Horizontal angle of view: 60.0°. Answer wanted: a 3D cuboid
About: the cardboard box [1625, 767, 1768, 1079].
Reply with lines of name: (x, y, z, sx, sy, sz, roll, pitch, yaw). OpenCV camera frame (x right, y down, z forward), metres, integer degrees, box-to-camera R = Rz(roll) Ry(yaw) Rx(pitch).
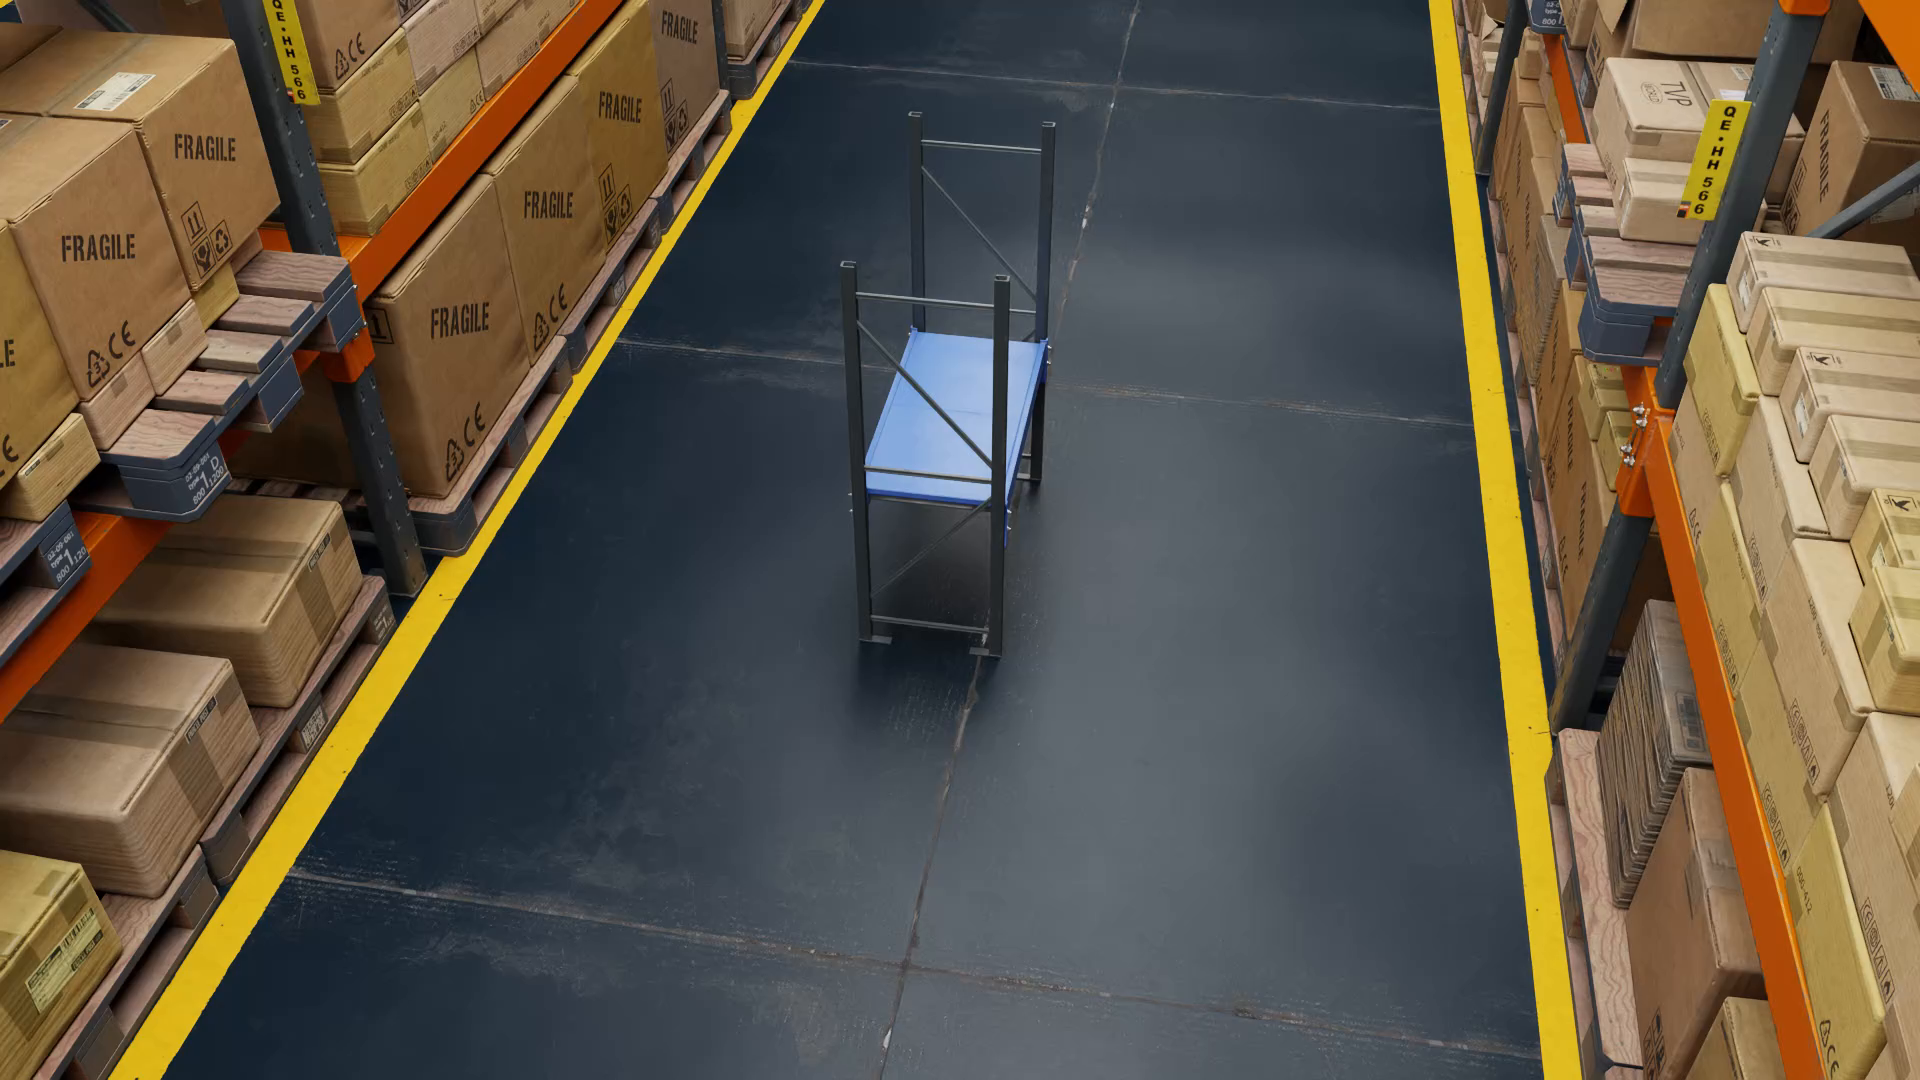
cardboard box: (2.218, 1.066, 4.141, 0.875, 0.625, 0.625, 8, 40, 9)

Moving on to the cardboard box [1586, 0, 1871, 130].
cardboard box: (2.545, -1.735, 5.584, 0.797, 0.503, 0.637, 6, 40, 7)

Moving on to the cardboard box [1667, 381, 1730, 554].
cardboard box: (2.128, -0.179, 4.230, 0.500, 0.250, 0.500, 7, 40, 8)

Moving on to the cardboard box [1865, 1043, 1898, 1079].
cardboard box: (1.780, 1.110, 2.671, 0.500, 0.250, 0.500, 7, 40, 8)

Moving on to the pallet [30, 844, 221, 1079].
pallet: (-2.794, 1.295, 4.518, 1.003, 0.211, 1.213, 6, 40, 8)

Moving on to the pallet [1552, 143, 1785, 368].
pallet: (2.493, -0.848, 5.072, 1.213, 0.211, 1.003, 6, 40, 8)

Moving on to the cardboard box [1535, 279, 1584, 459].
cardboard box: (2.491, -0.618, 6.275, 0.500, 0.500, 0.500, 8, 40, 10)

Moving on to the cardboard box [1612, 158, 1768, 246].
cardboard box: (2.181, -1.008, 4.983, 0.380, 0.149, 0.250, 7, 40, 8)

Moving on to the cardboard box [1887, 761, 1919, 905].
cardboard box: (1.755, 0.514, 2.686, 0.380, 0.149, 0.250, 5, 40, 6)

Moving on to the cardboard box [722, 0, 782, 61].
cardboard box: (-1.538, -3.100, 9.327, 0.875, 0.438, 0.875, 6, 40, 7)

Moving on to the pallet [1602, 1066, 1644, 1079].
pallet: (2.051, 1.862, 3.832, 1.003, 0.211, 1.213, 6, 40, 8)

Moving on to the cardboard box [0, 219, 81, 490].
cardboard box: (-2.414, -0.390, 3.726, 0.500, 0.500, 0.500, 4, 40, 5)

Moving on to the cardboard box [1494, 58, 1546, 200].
cardboard box: (2.832, -1.919, 7.849, 0.500, 0.500, 0.500, 8, 40, 10)

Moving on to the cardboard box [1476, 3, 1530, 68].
cardboard box: (3.006, -2.713, 8.994, 0.396, 0.266, 0.258, 8, 40, 9)

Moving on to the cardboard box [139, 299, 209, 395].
cardboard box: (-2.244, -0.528, 4.402, 0.380, 0.149, 0.250, 6, 40, 7)

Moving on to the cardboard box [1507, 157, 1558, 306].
cardboard box: (2.659, -1.271, 7.065, 0.500, 0.500, 0.500, 5, 40, 6)

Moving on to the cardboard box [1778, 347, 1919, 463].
cardboard box: (2.036, -0.278, 3.644, 0.380, 0.149, 0.250, 7, 40, 9)

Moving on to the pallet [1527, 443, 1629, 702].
pallet: (2.612, 0.122, 5.937, 1.003, 0.211, 1.213, 6, 40, 8)

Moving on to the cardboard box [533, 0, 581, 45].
cardboard box: (-1.862, -2.218, 6.696, 0.500, 0.250, 0.500, 6, 40, 8)

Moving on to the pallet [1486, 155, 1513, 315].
pallet: (3.034, -1.409, 7.789, 1.003, 0.211, 1.213, 6, 40, 8)

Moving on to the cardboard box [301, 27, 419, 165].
cardboard box: (-2.113, -1.459, 5.386, 0.500, 0.250, 0.500, 6, 40, 7)

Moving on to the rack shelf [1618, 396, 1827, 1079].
rack shelf: (2.099, 1.044, 3.198, 1.077, 0.370, 4.000, 6, 40, 8)

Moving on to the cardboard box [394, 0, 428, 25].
cardboard box: (-2.042, -2.052, 5.515, 0.500, 0.500, 0.500, 7, 40, 8)

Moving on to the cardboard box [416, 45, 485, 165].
cardboard box: (-2.040, -1.579, 5.924, 0.500, 0.250, 0.500, 5, 40, 6)

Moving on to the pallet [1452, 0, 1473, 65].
pallet: (3.466, -3.123, 9.862, 1.003, 0.211, 1.213, 6, 40, 8)

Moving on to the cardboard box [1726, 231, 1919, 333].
cardboard box: (2.100, -0.610, 4.046, 0.380, 0.149, 0.250, 8, 40, 9)

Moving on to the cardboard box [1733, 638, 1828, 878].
cardboard box: (1.953, 0.460, 3.457, 0.500, 0.250, 0.500, 5, 40, 6)

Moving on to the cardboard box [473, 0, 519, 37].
cardboard box: (-1.924, -2.095, 6.155, 0.500, 0.250, 0.500, 6, 40, 8)

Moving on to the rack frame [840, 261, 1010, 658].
rack frame: (-0.103, -0.205, 5.321, 0.500, 1.500, 0.032, 6, 40, 8)

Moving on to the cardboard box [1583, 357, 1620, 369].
cardboard box: (2.387, -0.610, 5.757, 0.380, 0.149, 0.250, 5, 40, 6)

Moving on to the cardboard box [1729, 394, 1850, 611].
cardboard box: (2.040, -0.058, 3.691, 0.500, 0.250, 0.500, 8, 40, 9)

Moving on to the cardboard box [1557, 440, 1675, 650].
cardboard box: (2.307, 0.024, 5.499, 0.500, 0.500, 0.500, 7, 40, 9)

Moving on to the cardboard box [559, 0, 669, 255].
cardboard box: (-1.929, -1.921, 7.557, 0.875, 0.875, 0.875, 7, 40, 9)

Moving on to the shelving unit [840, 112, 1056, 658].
shelving unit: (-0.015, -0.524, 5.707, 0.538, 1.500, 1.048, 6, 40, 8)

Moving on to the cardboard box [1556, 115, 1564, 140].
cardboard box: (2.774, -1.733, 7.116, 0.380, 0.149, 0.250, 6, 40, 7)

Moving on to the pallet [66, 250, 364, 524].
pallet: (-2.463, -0.501, 4.652, 1.213, 0.211, 1.003, 6, 40, 8)

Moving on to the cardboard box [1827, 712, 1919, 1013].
cardboard box: (1.868, 0.592, 2.905, 0.500, 0.250, 0.500, 7, 40, 8)

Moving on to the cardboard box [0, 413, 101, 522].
cardboard box: (-2.329, -0.196, 4.001, 0.380, 0.149, 0.250, 7, 40, 8)

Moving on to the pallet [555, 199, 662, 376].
pallet: (-2.020, -1.209, 7.546, 1.003, 0.211, 1.213, 6, 40, 8)

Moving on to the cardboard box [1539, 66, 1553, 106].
cardboard box: (2.841, -2.069, 7.522, 0.380, 0.149, 0.250, 5, 40, 6)

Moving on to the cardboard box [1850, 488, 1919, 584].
cardboard box: (1.989, 0.049, 3.249, 0.380, 0.149, 0.250, 7, 40, 8)

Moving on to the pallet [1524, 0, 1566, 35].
pallet: (2.891, -2.435, 6.992, 1.003, 0.211, 1.213, 6, 40, 8)

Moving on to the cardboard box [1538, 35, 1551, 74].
cardboard box: (2.815, -2.198, 7.444, 0.380, 0.149, 0.250, 5, 40, 6)

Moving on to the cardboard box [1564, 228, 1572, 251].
cardboard box: (2.538, -1.104, 6.354, 0.380, 0.149, 0.250, 5, 40, 6)

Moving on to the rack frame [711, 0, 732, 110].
rack frame: (-1.752, -3.544, 8.182, 1.000, 3.000, 0.127, 6, 40, 8)

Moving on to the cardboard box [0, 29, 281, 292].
cardboard box: (-2.249, -1.033, 4.503, 0.500, 0.500, 0.500, 5, 40, 6)

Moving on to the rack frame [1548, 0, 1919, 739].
rack frame: (2.445, -0.489, 4.487, 1.000, 3.000, 0.127, 6, 40, 8)

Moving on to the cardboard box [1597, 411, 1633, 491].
cardboard box: (2.281, -0.275, 5.351, 0.380, 0.149, 0.250, 5, 40, 5)

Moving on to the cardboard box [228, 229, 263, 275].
cardboard box: (-2.269, -0.867, 4.812, 0.380, 0.149, 0.250, 8, 40, 9)

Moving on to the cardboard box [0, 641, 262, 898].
cardboard box: (-2.672, 0.635, 4.861, 0.950, 0.372, 0.625, 6, 40, 7)

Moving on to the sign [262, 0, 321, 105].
sign: (-1.908, -1.395, 4.737, 0.100, 0.325, 0.005, 6, 40, 8)

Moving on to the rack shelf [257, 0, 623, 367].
rack shelf: (-2.098, -2.011, 6.893, 1.077, 0.370, 4.000, 6, 40, 8)

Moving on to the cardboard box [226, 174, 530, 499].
cardboard box: (-2.243, -0.801, 6.202, 0.875, 0.875, 0.875, 6, 40, 7)

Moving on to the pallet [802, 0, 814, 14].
pallet: (-1.335, -3.706, 10.566, 1.003, 0.211, 1.213, 6, 40, 8)
